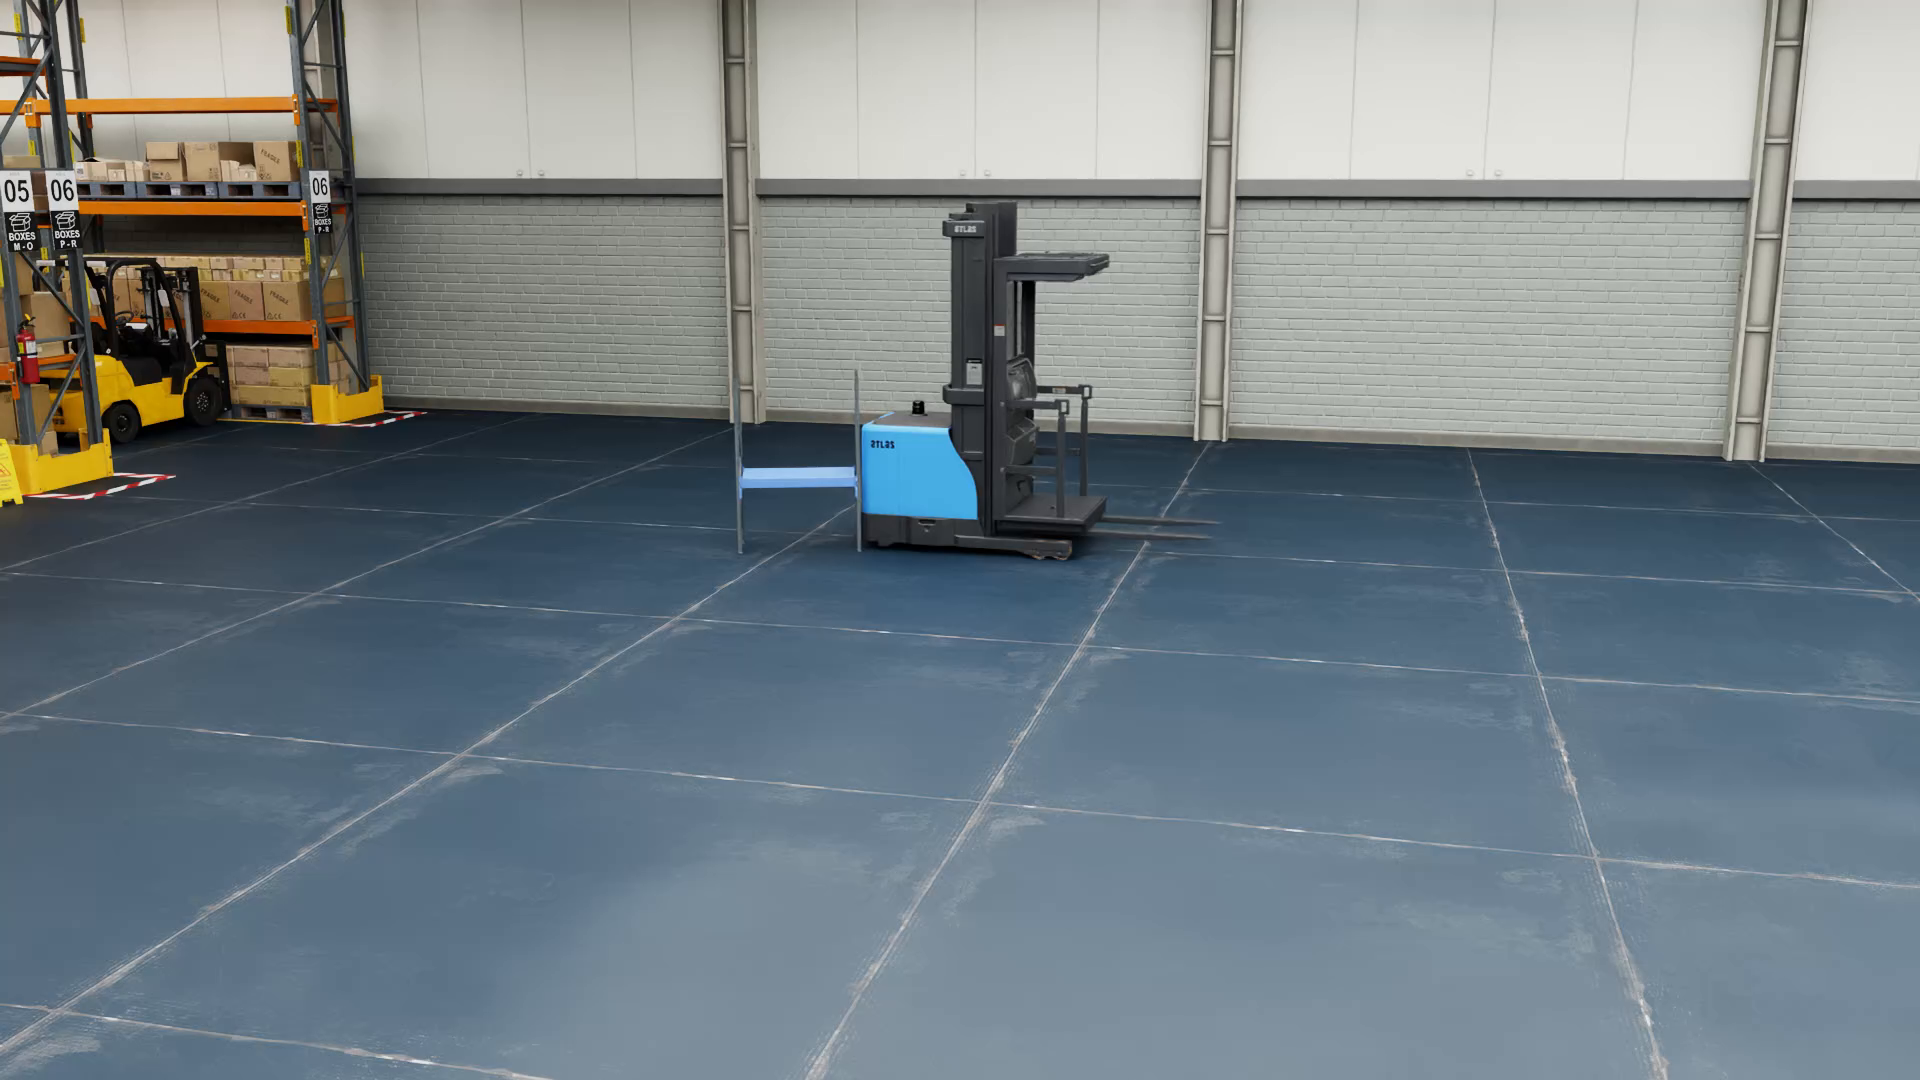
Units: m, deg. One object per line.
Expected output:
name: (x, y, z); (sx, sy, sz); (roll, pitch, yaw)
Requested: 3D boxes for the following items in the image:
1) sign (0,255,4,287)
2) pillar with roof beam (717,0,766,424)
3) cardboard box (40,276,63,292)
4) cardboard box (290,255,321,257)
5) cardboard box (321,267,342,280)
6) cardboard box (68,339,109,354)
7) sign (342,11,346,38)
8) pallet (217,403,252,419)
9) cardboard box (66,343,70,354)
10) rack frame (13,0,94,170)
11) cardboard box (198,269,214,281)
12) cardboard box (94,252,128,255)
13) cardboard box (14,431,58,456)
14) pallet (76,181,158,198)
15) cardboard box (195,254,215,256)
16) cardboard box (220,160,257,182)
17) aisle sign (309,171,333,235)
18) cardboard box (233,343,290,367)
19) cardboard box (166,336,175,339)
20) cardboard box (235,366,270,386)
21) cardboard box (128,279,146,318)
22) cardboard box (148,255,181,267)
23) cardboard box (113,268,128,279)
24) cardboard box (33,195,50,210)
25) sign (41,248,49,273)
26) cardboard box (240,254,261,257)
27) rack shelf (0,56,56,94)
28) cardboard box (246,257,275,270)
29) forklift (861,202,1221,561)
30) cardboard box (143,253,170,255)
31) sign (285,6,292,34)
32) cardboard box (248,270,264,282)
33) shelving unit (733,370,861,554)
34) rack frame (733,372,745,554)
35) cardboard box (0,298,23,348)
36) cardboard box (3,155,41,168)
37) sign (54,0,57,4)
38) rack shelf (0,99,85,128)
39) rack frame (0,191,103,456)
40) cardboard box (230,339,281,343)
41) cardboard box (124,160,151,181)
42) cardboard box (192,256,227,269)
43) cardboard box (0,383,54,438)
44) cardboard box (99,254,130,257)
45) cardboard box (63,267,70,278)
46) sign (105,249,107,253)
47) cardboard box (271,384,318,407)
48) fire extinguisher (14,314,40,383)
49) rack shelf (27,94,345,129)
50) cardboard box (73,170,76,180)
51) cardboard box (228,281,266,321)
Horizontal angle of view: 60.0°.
sign: (-9.465, -2.653, 16.363); (0.005, 0.325, 0.100); (3, 13, 14)
pillar with roof beam: (-3.793, -5.031, 16.633); (0.400, 9.000, 9.100); (3, 13, 14)
cardboard box: (-12.549, -3.443, 22.520); (0.500, 0.250, 0.500); (3, 13, 12)
cardboard box: (-8.645, -3.693, 22.039); (0.250, 0.149, 0.380); (4, 13, 15)
cardboard box: (-8.394, -3.531, 21.994); (0.250, 0.149, 0.380); (3, 13, 12)
cardboard box: (-11.616, -2.560, 22.419); (0.500, 0.250, 0.500); (3, 13, 13)
sign: (-7.988, -6.672, 21.506); (0.005, 0.325, 0.100); (3, 13, 14)
pallet: (-10.060, -1.826, 22.478); (1.213, 0.211, 1.003); (3, 13, 14)
cardboard box: (-12.520, -2.371, 23.009); (0.625, 0.625, 0.875); (4, 13, 16)
rack frame: (-12.011, -6.229, 22.036); (0.127, 3.000, 1.000); (3, 13, 14)
cardboard box: (-9.782, -3.479, 21.761); (0.250, 0.149, 0.380); (3, 13, 14)
cardboard box: (-11.628, -3.858, 22.784); (0.250, 0.149, 0.380); (3, 13, 14)
cardboard box: (-10.030, -1.012, 17.747); (0.500, 0.250, 0.500); (3, 13, 13)
pallet: (-11.176, -4.683, 22.195); (1.213, 0.211, 1.003); (3, 13, 14)
cardboard box: (-10.154, -3.765, 22.365); (0.250, 0.149, 0.380); (3, 13, 15)
cardboard box: (-9.251, -4.738, 21.348); (0.258, 0.266, 0.396); (3, 13, 14)
aisle sign: (-8.134, -4.297, 21.174); (0.004, 0.787, 0.394); (3, 13, 14)
cardboard box: (-9.146, -2.427, 21.820); (0.500, 0.250, 0.500); (3, 13, 15)
cardboard box: (-10.991, -2.643, 22.793); (0.500, 0.250, 0.500); (3, 13, 13)
cardboard box: (-9.159, -2.188, 21.893); (0.500, 0.250, 0.500); (3, 13, 13)
cardboard box: (-10.641, -3.222, 22.100); (0.500, 0.500, 0.500); (3, 13, 13)
cardboard box: (-10.503, -3.682, 21.990); (0.250, 0.149, 0.380); (3, 13, 13)
cardboard box: (-11.031, -3.545, 22.059); (0.250, 0.149, 0.380); (3, 13, 15)
cardboard box: (-9.557, -3.476, 17.132); (0.250, 0.149, 0.380); (3, 13, 14)
sign: (-12.131, -3.713, 22.052); (0.005, 0.325, 0.100); (3, 13, 14)
cardboard box: (-9.406, -3.722, 22.169); (0.250, 0.149, 0.380); (3, 13, 15)
rack shelf: (-11.255, -4.729, 16.940); (4.000, 0.370, 1.077); (3, 13, 14)
cardboard box: (-9.033, -3.592, 21.584); (0.250, 0.149, 0.380); (3, 13, 15)
forklift: (0.715, -1.383, 14.199); (3.031, 2.935, 1.130); (3, 13, 15)
cardboard box: (-10.877, -3.826, 22.637); (0.250, 0.149, 0.380); (3, 13, 12)
sign: (-8.271, -6.403, 20.479); (0.005, 0.325, 0.100); (3, 13, 14)
cardboard box: (-9.023, -3.451, 21.635); (0.250, 0.149, 0.380); (3, 13, 15)
shelving unit: (-1.392, -0.678, 14.327); (1.048, 1.500, 0.538); (-1, 13, -4)
rack frame: (-1.899, -0.669, 14.288); (0.032, 1.500, 0.500); (-1, 13, -4)
cardboard box: (-9.906, -2.213, 16.867); (0.500, 0.500, 0.500); (3, 13, 13)
cardboard box: (-9.609, -3.841, 16.937); (0.250, 0.149, 0.380); (3, 13, 13)
sign: (-9.183, -5.587, 16.799); (0.005, 0.325, 0.100); (3, 13, 14)
rack shelf: (-13.952, -5.787, 22.625); (4.000, 0.370, 1.077); (3, 13, 14)
rack frame: (-9.313, -2.049, 17.044); (0.127, 3.000, 1.000); (3, 13, 14)
cardboard box: (-9.517, -2.562, 22.426); (0.500, 0.250, 0.500); (3, 13, 13)
cardboard box: (-10.642, -4.812, 21.684); (0.258, 0.266, 0.396); (3, 13, 12)
cardboard box: (-9.789, -3.623, 21.724); (0.250, 0.149, 0.380); (3, 13, 15)
cardboard box: (-10.053, -1.379, 17.671); (0.500, 0.500, 0.500); (3, 13, 12)
cardboard box: (-11.247, -3.727, 22.190); (0.250, 0.149, 0.380); (3, 13, 12)
cardboard box: (-11.764, -3.594, 22.280); (0.250, 0.149, 0.380); (3, 13, 13)
sign: (-11.879, -3.879, 23.109); (0.005, 0.325, 0.100); (3, 13, 14)
cardboard box: (-8.659, -1.914, 21.813); (0.500, 0.250, 0.500); (3, 13, 14)
fire extinguisher: (-9.312, -1.908, 16.589); (0.183, 0.674, 0.296); (3, 13, 14)
rack shelf: (-10.069, -5.579, 21.689); (4.000, 0.370, 1.077); (3, 13, 14)
cardboard box: (-11.648, -4.809, 21.939); (0.250, 0.149, 0.380); (3, 13, 15)
cardboard box: (-9.169, -3.141, 21.735); (0.500, 0.500, 0.500); (3, 13, 15)
